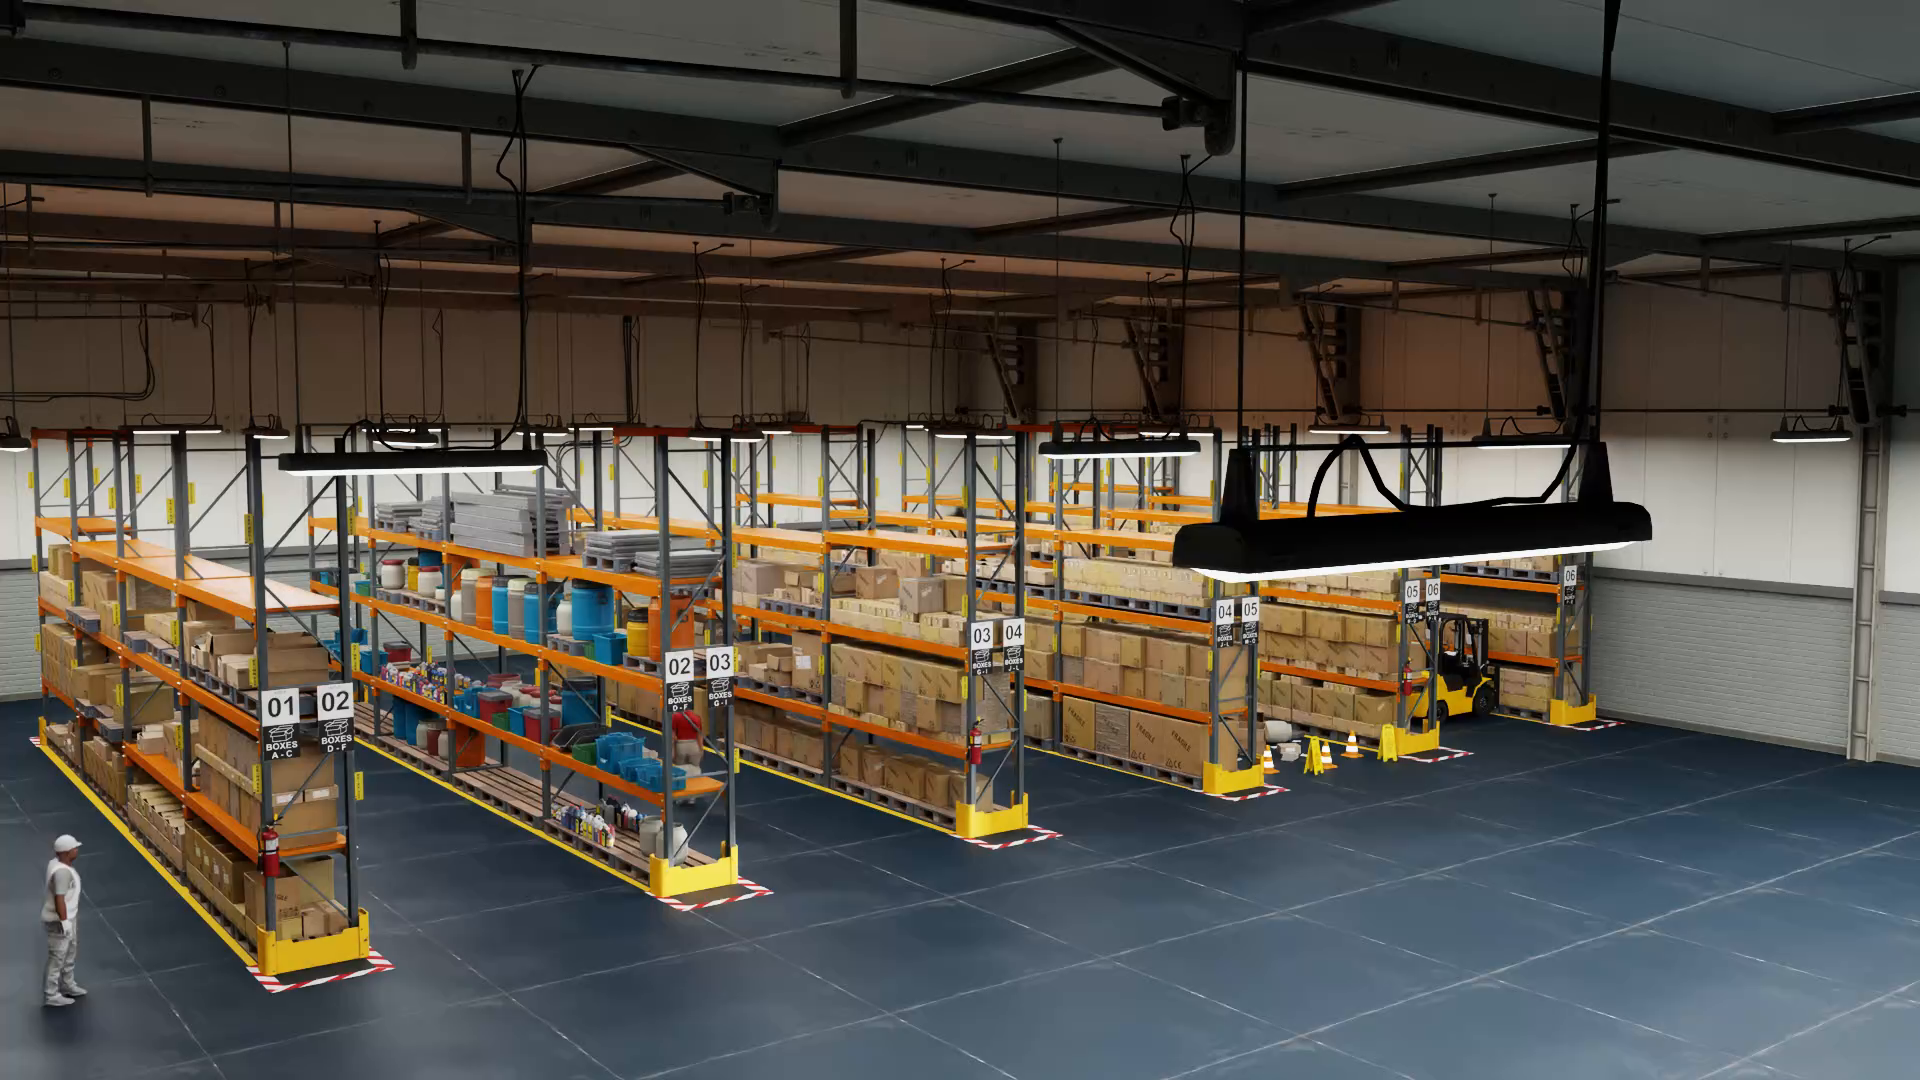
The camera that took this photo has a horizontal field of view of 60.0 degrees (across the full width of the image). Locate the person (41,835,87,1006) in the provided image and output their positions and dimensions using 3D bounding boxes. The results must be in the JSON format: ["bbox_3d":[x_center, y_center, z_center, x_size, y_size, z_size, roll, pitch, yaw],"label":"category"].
[{"bbox_3d":[-9.604,4.044,17.809,0.412,1.792,0.659,-1,5,-18],"label":"person"}]

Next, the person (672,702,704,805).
[{"bbox_3d":[-4.371,3.373,26.594,0.544,1.731,0.501,0,4,-1],"label":"person"}]
